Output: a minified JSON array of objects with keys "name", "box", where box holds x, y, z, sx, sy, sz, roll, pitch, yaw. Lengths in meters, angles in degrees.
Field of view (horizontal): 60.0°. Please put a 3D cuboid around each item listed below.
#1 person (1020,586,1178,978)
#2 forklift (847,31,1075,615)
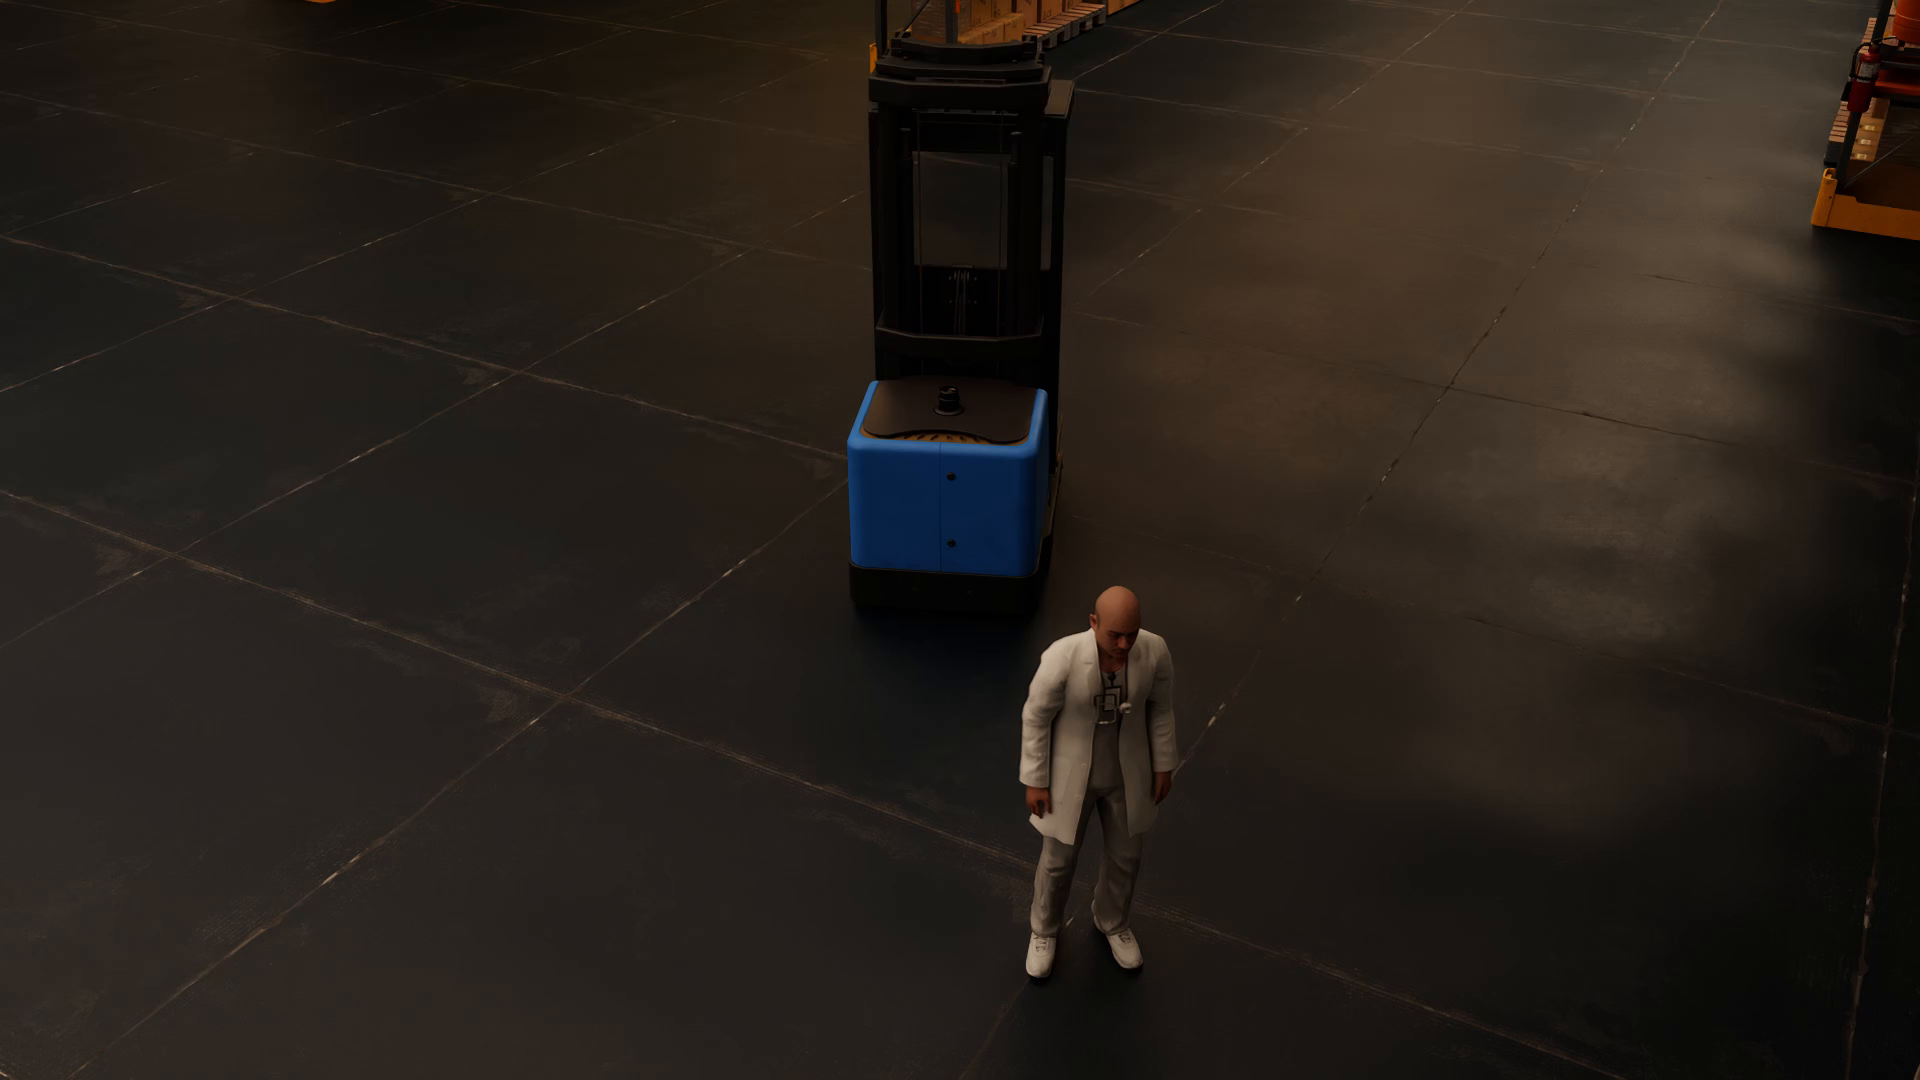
[{"name":"person","box":[0.555,0.937,6.606,0.650,1.773,0.436,-6,30,-9]},{"name":"forklift","box":[0.072,-1.572,9.794,1.130,2.935,3.031,3,30,6]}]
